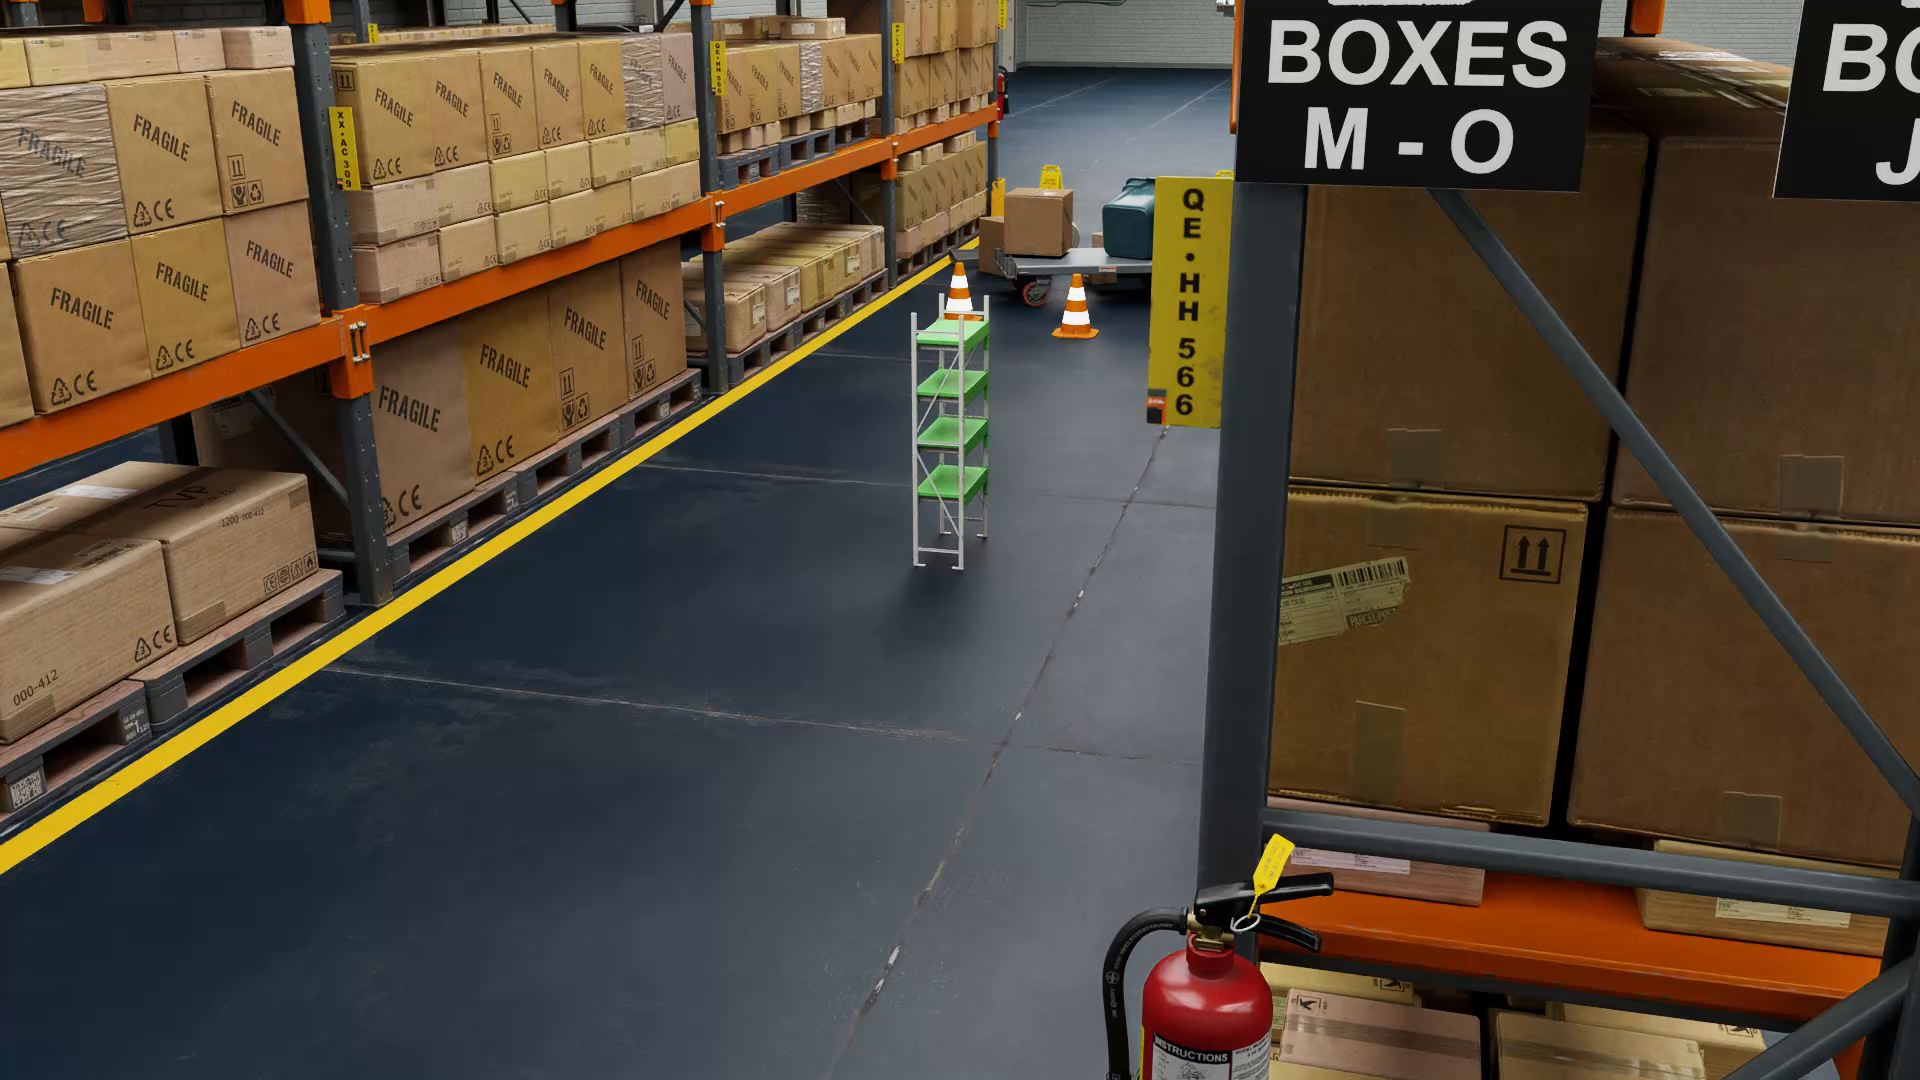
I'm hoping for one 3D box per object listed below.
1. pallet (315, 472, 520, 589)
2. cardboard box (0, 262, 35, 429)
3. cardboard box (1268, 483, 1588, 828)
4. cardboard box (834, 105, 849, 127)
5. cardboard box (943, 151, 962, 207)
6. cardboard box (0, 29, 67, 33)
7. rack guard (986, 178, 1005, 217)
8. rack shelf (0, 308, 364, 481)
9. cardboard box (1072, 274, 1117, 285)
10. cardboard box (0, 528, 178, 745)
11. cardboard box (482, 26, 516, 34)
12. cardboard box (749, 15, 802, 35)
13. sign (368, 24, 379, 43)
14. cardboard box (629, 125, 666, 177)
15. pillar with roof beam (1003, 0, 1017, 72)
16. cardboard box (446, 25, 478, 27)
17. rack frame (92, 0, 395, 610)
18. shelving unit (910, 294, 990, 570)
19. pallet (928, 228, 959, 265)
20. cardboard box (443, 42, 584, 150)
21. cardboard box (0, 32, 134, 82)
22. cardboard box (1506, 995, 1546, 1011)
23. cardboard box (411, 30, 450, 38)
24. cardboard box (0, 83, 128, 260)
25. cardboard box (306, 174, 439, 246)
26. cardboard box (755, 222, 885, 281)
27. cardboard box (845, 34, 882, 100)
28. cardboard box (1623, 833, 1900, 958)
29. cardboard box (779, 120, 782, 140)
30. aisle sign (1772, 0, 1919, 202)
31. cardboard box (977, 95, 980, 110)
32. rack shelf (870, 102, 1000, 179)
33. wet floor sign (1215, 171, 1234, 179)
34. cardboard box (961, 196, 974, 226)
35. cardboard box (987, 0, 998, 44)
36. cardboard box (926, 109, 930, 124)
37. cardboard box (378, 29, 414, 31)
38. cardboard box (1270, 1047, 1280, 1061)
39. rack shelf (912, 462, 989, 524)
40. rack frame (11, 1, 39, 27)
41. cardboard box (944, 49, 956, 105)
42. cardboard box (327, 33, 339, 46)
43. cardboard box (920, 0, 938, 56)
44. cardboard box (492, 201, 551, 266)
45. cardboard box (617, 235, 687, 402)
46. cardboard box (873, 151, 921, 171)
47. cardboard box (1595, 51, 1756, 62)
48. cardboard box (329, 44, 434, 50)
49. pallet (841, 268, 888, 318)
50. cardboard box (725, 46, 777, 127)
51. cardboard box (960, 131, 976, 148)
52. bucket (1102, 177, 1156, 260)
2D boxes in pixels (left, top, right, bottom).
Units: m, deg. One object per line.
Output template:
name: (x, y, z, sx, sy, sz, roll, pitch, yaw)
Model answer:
pallet: (-2.901, -0.099, 8.151, 1.003, 0.211, 1.213, 5, 19, 13)
cardboard box: (-3.253, -0.569, 5.059, 0.500, 0.500, 0.500, 5, 20, 15)
cardboard box: (0.692, 0.093, 2.661, 0.500, 0.500, 0.500, 5, 20, 14)
cardboard box: (-1.088, -3.330, 13.036, 0.380, 0.149, 0.250, 5, 19, 14)
cardboard box: (-0.281, -3.591, 16.506, 0.500, 0.500, 0.500, 4, 19, 12)
cardboard box: (-3.413, -1.755, 5.980, 0.380, 0.149, 0.250, 4, 19, 13)
rack guard: (-0.103, -3.725, 18.321, 1.175, 0.500, 0.348, 5, 19, 13)
rack shelf: (-3.505, -0.204, 5.256, 1.077, 0.370, 4.000, 5, 19, 13)
cardboard box: (1.219, -2.470, 15.010, 0.258, 0.266, 0.396, -9, 21, -24)
cardboard box: (-3.492, 0.312, 5.948, 0.875, 0.438, 0.875, 4, 19, 12)
cardboard box: (-4.938, -5.363, 17.629, 0.380, 0.149, 0.250, 5, 20, 15)
cardboard box: (-1.519, -4.253, 13.730, 0.380, 0.149, 0.250, 5, 19, 13)
sign: (-5.347, -4.540, 15.170, 0.100, 0.325, 0.005, 5, 19, 13)
cardboard box: (-2.032, -2.257, 9.615, 0.500, 0.250, 0.500, 4, 19, 12)
pillar with roof beam: (5.562, -17.078, 44.265, 9.100, 9.000, 0.400, 5, 19, 13)
cardboard box: (-5.410, -5.490, 18.002, 0.380, 0.149, 0.250, 5, 19, 14)
rack frame: (-3.016, -1.171, 6.975, 1.000, 3.000, 0.127, 5, 19, 13)
shelving unit: (-0.040, -0.516, 7.842, 0.258, 1.200, 0.503, 5, 19, 13)
pallet: (-0.636, -2.956, 16.515, 1.003, 0.211, 1.213, 5, 19, 13)
cardboard box: (-2.287, -2.288, 8.543, 0.500, 0.500, 0.500, 4, 19, 12)
cardboard box: (-3.067, -1.645, 5.657, 0.380, 0.149, 0.250, 4, 19, 13)
cardboard box: (1.406, 0.924, 3.681, 0.380, 0.149, 0.250, 4, 19, 11)
cardboard box: (-5.280, -4.967, 16.469, 0.380, 0.149, 0.250, 4, 19, 13)
cardboard box: (-3.111, -1.203, 5.368, 0.500, 0.500, 0.500, 5, 19, 14)
cardboard box: (-2.635, -1.452, 7.257, 0.500, 0.250, 0.500, 4, 19, 12)
cardboard box: (-1.187, -2.469, 14.191, 0.950, 0.372, 0.625, 5, 19, 14)
cardboard box: (-0.952, -3.902, 13.707, 0.500, 0.500, 0.500, 4, 19, 12)
cardboard box: (1.228, 0.485, 2.515, 0.380, 0.149, 0.250, 4, 19, 13)
cardboard box: (-1.495, -2.926, 11.853, 0.380, 0.149, 0.250, 6, 20, 17)
aisle sign: (1.104, -0.742, 1.696, 0.394, 0.787, 0.004, 5, 19, 13)
cardboard box: (-0.006, -4.512, 17.146, 0.380, 0.149, 0.250, 4, 19, 12)
rack shelf: (-0.573, -3.965, 16.268, 1.077, 0.370, 4.000, 5, 19, 13)
wet floor sign: (2.828, -3.624, 17.800, 0.267, 0.644, 0.232, 1, 19, 4)
cardboard box: (-0.155, -3.393, 17.086, 0.500, 0.250, 0.500, 5, 19, 14)
cardboard box: (0.003, -5.416, 17.242, 0.700, 0.500, 0.500, 4, 19, 12)
cardboard box: (-0.498, -3.963, 15.537, 0.380, 0.149, 0.250, 5, 19, 13)
cardboard box: (-5.746, -5.087, 16.822, 0.380, 0.149, 0.250, 4, 19, 13)
cardboard box: (0.800, 1.186, 3.375, 0.380, 0.149, 0.250, 4, 19, 12)
rack shelf: (-0.040, -0.228, 7.940, 0.258, 0.148, 0.480, 5, 19, 13)
rack frame: (-6.853, -2.816, 11.790, 1.000, 3.000, 0.127, 5, 19, 13)
cardboard box: (-0.344, -4.458, 15.983, 0.500, 0.500, 0.500, 5, 19, 14)
cardboard box: (-6.091, -4.688, 15.654, 0.380, 0.149, 0.250, 5, 19, 14)
cardboard box: (-0.598, -4.619, 14.908, 0.700, 0.500, 0.500, 5, 19, 14)
cardboard box: (-2.387, -1.539, 8.284, 0.500, 0.250, 0.500, 4, 19, 13)
cardboard box: (-2.288, -1.408, 10.307, 0.875, 0.875, 0.875, 4, 19, 13)
cardboard box: (-0.567, -3.436, 15.047, 0.380, 0.149, 0.250, 5, 19, 14)
cardboard box: (1.696, -0.983, 4.262, 0.500, 0.500, 0.500, 5, 20, 15)
cardboard box: (-2.888, -2.171, 8.203, 0.500, 0.500, 0.500, 5, 20, 15)
pallet: (-1.250, -2.115, 14.052, 1.003, 0.211, 1.213, 5, 19, 13)
cardboard box: (-1.584, -3.098, 11.353, 0.500, 0.500, 0.500, 6, 20, 16)
cardboard box: (-0.051, -4.099, 16.990, 0.380, 0.149, 0.250, 5, 20, 15)
bucket: (1.561, -2.714, 14.206, 0.726, 0.611, 0.620, 12, 32, 32)
